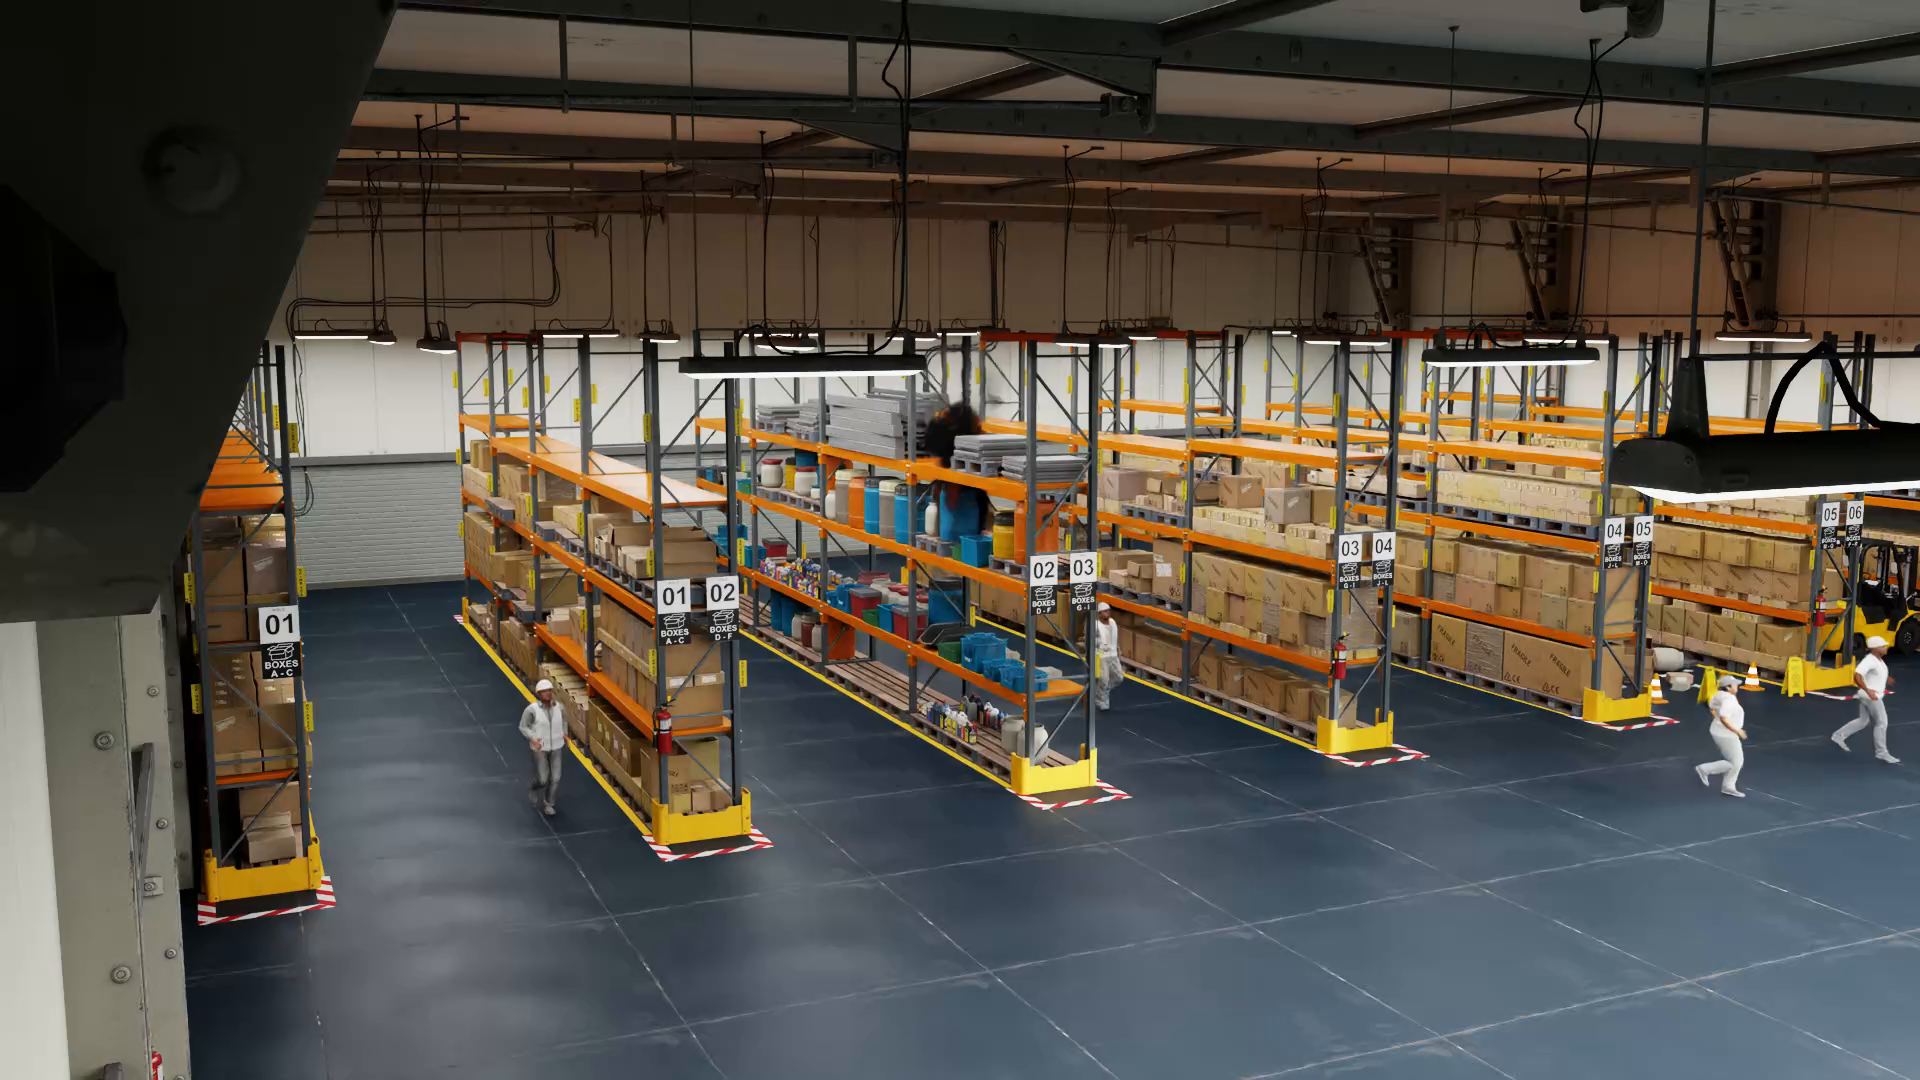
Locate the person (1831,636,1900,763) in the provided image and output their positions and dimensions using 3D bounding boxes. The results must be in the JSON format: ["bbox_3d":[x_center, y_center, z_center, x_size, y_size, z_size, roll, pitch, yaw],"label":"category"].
[{"bbox_3d":[12.976,2.240,23.745,0.891,1.778,0.685,4,9,28],"label":"person"}]

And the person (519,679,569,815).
[{"bbox_3d":[-5.277,2.626,21.203,0.647,1.727,0.580,-5,9,-34],"label":"person"}]

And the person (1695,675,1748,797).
[{"bbox_3d":[10.088,2.588,21.994,0.642,1.639,0.614,2,8,11],"label":"person"}]

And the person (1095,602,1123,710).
[{"bbox_3d":[2.369,1.873,26.668,0.669,1.737,0.589,-5,9,-33],"label":"person"}]
